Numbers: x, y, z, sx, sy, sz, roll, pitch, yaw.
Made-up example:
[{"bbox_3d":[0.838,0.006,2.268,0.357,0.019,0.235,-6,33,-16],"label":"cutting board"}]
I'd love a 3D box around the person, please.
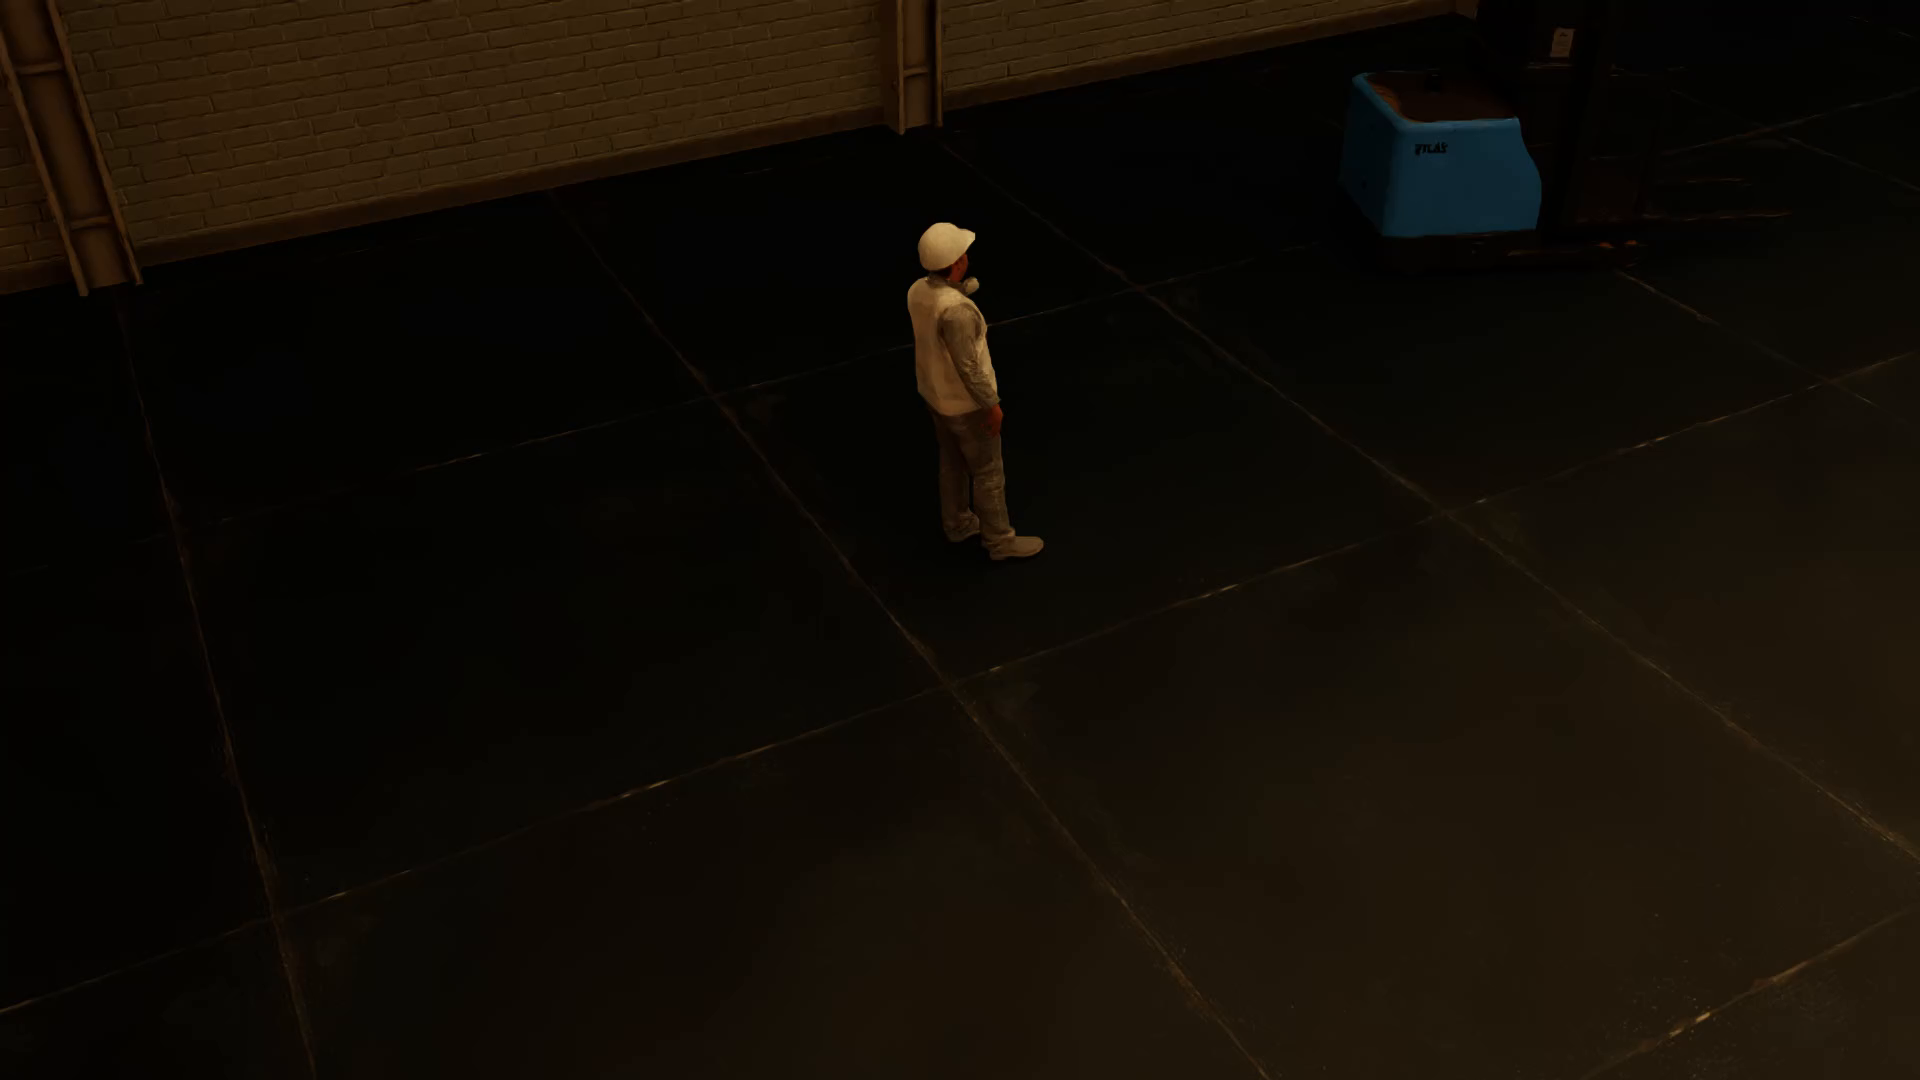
[{"bbox_3d":[0.059,-0.743,8.164,0.567,1.773,0.632,-17,39,-23],"label":"person"}]

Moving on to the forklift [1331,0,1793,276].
[{"bbox_3d":[4.203,-3.342,10.850,3.031,2.935,1.130,-5,36,-7],"label":"forklift"}]
